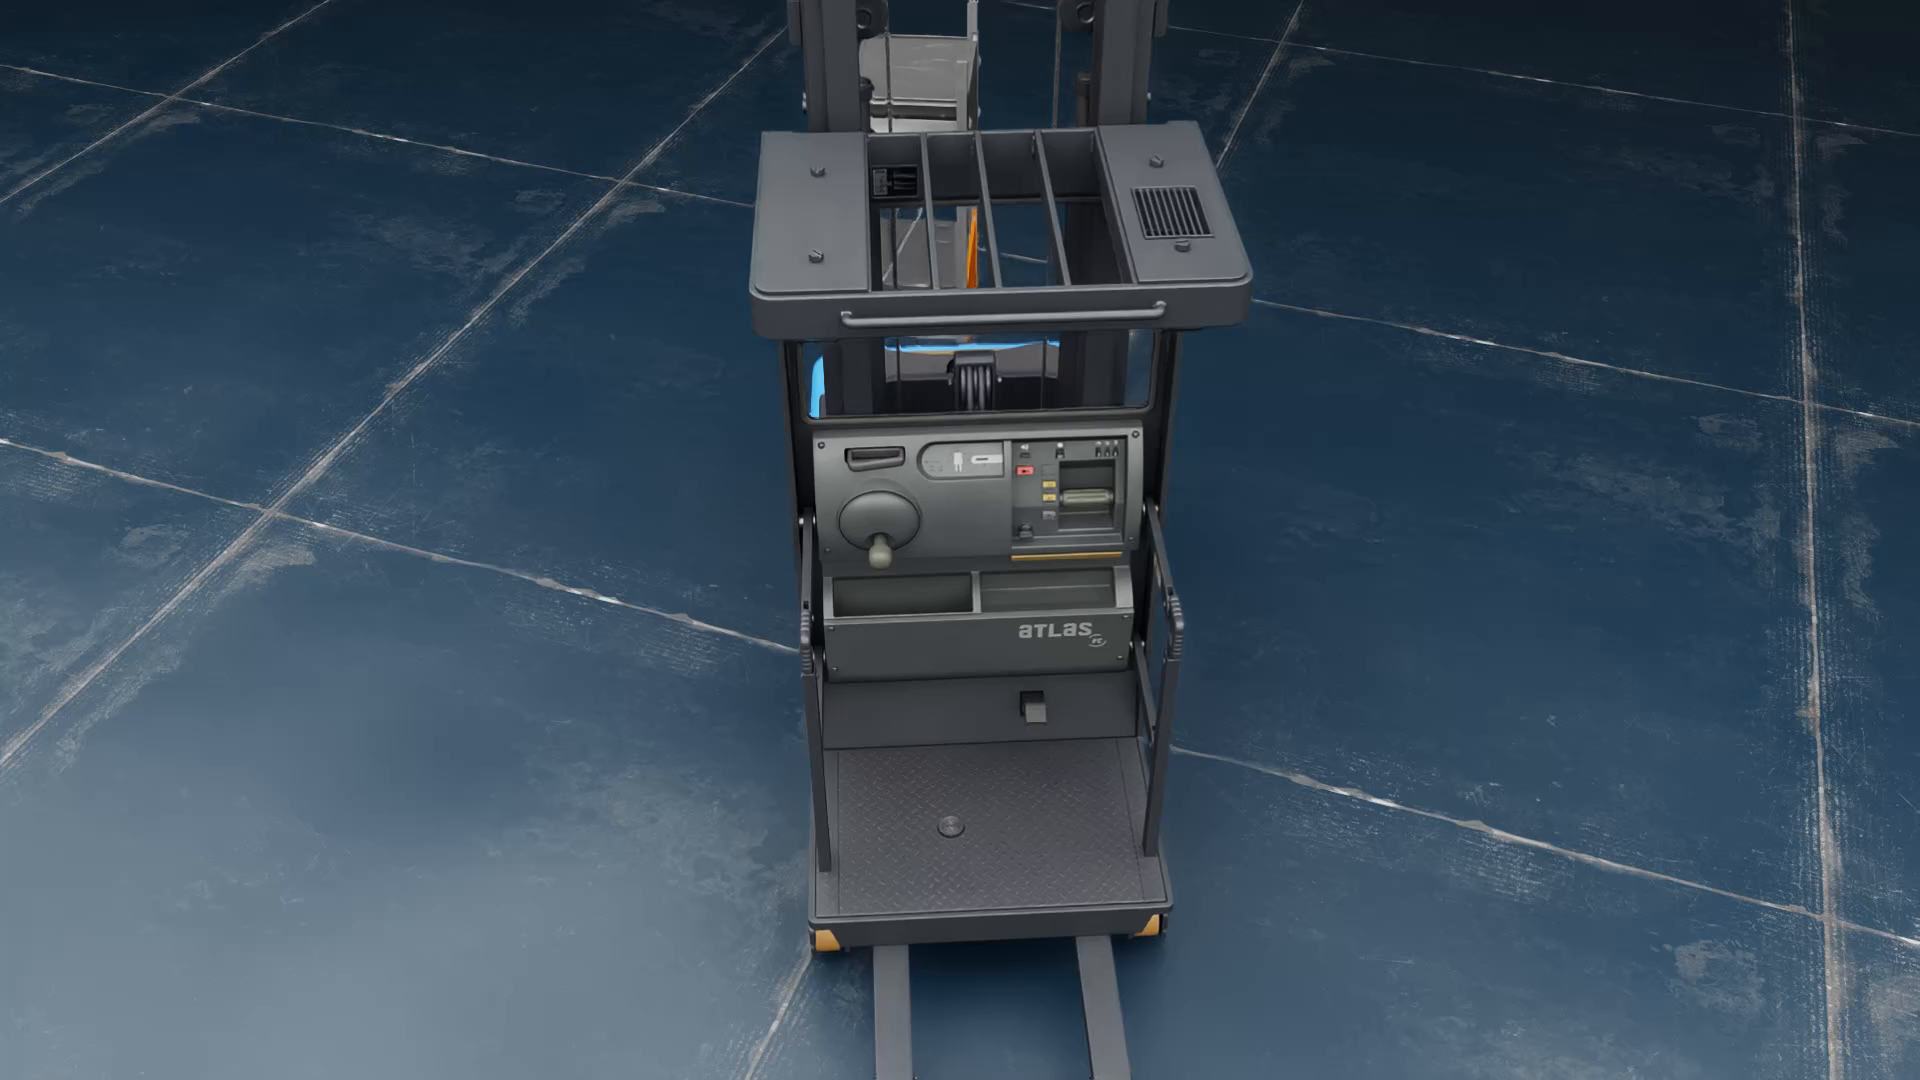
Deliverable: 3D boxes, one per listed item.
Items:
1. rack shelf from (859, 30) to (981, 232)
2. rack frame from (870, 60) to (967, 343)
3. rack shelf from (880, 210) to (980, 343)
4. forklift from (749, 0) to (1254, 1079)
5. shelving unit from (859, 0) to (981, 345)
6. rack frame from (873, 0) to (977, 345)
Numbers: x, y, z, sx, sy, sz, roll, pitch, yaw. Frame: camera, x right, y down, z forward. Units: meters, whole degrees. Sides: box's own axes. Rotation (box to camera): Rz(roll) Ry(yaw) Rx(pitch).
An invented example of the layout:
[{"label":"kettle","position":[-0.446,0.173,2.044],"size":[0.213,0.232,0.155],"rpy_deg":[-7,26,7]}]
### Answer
[{"label":"rack shelf","position":[-0.159,-1.419,5.738],"size":[0.431,0.518,0.480],"rpy_deg":[3,41,3]},{"label":"rack frame","position":[-0.177,-0.739,5.998],"size":[0.400,2.100,0.015],"rpy_deg":[3,41,3]},{"label":"rack shelf","position":[-0.159,-0.886,6.192],"size":[0.431,0.518,0.480],"rpy_deg":[3,41,3]},{"label":"forklift","position":[0.069,-0.047,4.547],"size":[1.130,2.935,3.031],"rpy_deg":[-2,41,-2]},{"label":"shelving unit","position":[-0.159,-0.897,6.183],"size":[0.431,2.100,0.503],"rpy_deg":[3,41,3]},{"label":"rack frame","position":[-0.141,-1.054,6.368],"size":[0.400,2.100,0.015],"rpy_deg":[3,41,3]}]
